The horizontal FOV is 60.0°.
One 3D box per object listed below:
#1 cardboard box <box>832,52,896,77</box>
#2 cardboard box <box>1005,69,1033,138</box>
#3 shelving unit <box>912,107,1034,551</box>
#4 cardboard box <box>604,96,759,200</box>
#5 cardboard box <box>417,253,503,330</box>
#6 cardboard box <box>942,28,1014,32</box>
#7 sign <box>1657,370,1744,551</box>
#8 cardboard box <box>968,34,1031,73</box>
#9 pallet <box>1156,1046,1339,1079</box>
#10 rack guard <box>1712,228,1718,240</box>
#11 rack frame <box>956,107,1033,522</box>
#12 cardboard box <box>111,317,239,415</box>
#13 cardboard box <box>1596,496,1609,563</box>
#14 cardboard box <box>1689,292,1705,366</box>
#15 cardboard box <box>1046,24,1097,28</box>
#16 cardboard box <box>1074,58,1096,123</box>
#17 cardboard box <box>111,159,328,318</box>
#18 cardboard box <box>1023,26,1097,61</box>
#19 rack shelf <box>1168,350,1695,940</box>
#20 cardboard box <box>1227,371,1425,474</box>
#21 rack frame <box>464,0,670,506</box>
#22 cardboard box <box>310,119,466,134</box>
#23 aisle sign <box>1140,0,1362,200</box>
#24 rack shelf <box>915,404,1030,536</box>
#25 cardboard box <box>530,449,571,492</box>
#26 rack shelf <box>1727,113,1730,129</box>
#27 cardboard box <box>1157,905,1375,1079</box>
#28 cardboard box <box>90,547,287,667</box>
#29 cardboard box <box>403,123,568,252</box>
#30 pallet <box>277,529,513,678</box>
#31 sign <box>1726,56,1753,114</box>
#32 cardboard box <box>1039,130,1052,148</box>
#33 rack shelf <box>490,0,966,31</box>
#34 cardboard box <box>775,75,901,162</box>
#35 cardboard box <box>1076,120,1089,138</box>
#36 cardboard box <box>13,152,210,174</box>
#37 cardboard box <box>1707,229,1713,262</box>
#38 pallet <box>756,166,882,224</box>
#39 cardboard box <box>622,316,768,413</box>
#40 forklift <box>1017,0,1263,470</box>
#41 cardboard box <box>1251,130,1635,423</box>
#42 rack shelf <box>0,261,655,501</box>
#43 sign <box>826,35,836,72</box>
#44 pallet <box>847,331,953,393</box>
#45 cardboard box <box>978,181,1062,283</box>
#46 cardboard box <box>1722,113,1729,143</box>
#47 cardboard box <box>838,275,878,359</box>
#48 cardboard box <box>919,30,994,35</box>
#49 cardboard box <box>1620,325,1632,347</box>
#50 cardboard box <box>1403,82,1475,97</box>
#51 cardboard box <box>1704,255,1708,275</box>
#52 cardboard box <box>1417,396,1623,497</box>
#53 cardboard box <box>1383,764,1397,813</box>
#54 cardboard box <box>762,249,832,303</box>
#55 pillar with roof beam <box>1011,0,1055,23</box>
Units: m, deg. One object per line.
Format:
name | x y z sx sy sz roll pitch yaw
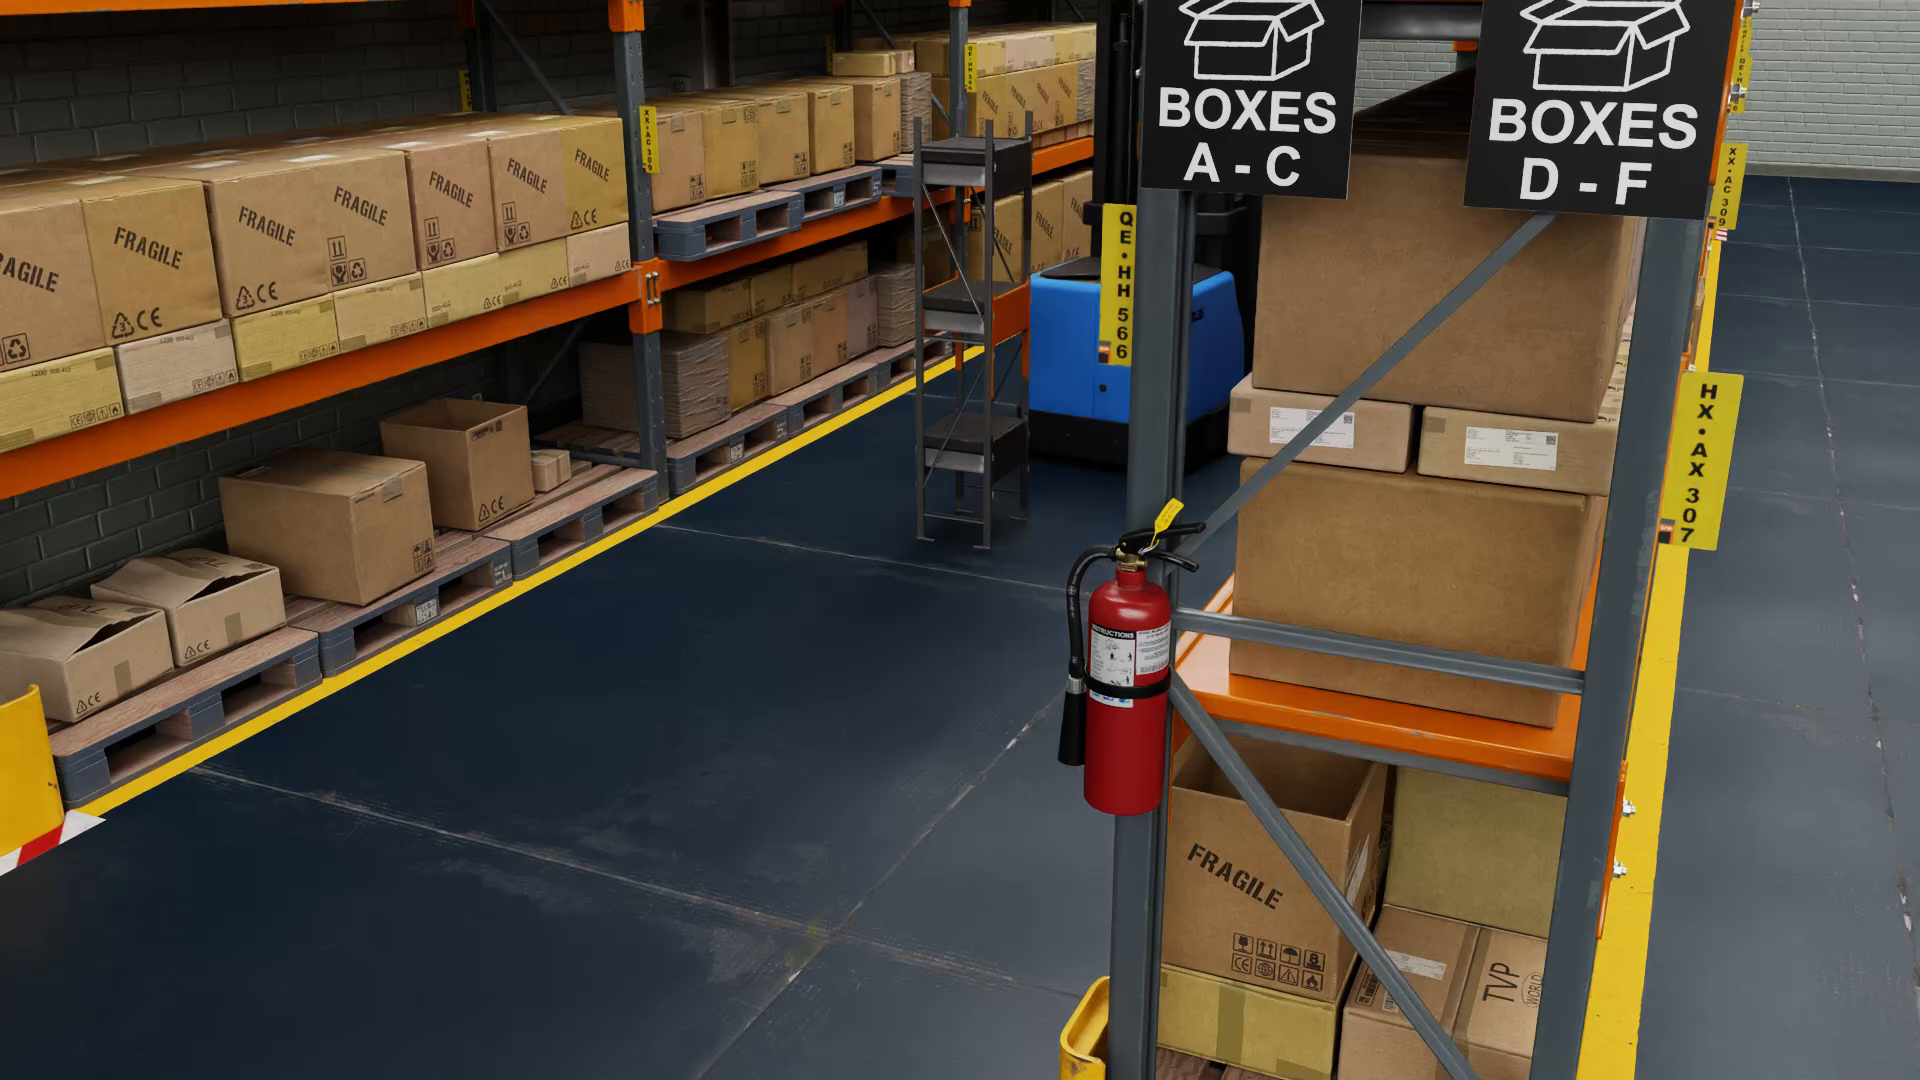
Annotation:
cardboard box | -0.657 -3.248 11.351 0.380 0.149 0.250 5 20 14
cardboard box | 0.231 -3.367 12.836 0.500 0.500 0.500 9 22 24
shelving unit | 0.068 -1.040 8.259 0.431 2.100 0.503 9 21 23
cardboard box | -1.588 -2.250 9.514 0.700 0.500 0.500 11 22 28
cardboard box | -2.383 -1.120 7.337 0.500 0.250 0.500 8 21 22
cardboard box | 0.161 -4.092 13.756 0.500 0.250 0.500 8 21 21
sign | 1.324 -0.141 2.978 0.100 0.325 0.005 9 21 23
cardboard box | 0.216 -3.716 12.698 0.500 0.250 0.500 8 21 22
pallet | 1.095 1.300 4.497 1.003 0.211 1.213 9 21 23
rack guard | 7.341 -3.464 17.463 1.175 0.500 0.348 9 21 23
rack frame | 0.168 -1.114 8.469 0.400 2.100 0.015 9 21 23
cardboard box | -3.011 -0.657 6.035 0.500 0.250 0.500 8 21 21
cardboard box | 1.443 -0.274 4.613 0.700 0.500 0.500 9 21 23
cardboard box | 4.543 -1.349 10.859 0.500 0.500 0.500 10 22 25
cardboard box | 1.037 -4.338 14.447 0.500 0.250 0.500 9 21 24
cardboard box | 0.841 -3.832 14.144 0.500 0.500 0.500 9 21 23
cardboard box | -2.802 -1.156 6.317 0.500 0.500 0.500 8 21 21
cardboard box | 0.829 -4.182 14.009 0.500 0.250 0.500 9 21 24
rack shelf | 1.639 -0.046 5.196 1.077 0.370 4.000 9 21 23
cardboard box | 0.803 -0.269 3.633 0.380 0.149 0.250 8 21 22
rack frame | -2.062 -1.675 8.702 1.000 3.000 0.127 9 21 23
cardboard box | -2.661 -1.695 7.832 0.500 0.500 0.500 8 21 22
aisle sign | 0.526 -1.019 2.977 0.394 0.787 0.004 9 21 23
rack shelf | 0.068 -0.368 8.498 0.431 0.518 0.480 9 21 23
cardboard box | -2.254 -0.380 8.632 0.380 0.166 0.250 6 20 16
rack shelf | 6.553 -3.715 15.511 1.077 0.370 4.000 9 21 23
cardboard box | 0.770 1.119 4.321 0.500 0.250 0.500 9 21 23
cardboard box | -3.102 0.234 6.691 0.500 0.311 0.500 11 22 27
cardboard box | -2.173 -1.627 7.642 0.500 0.500 0.500 8 21 22
pallet | -2.803 0.223 7.526 1.003 0.211 1.213 9 21 23
sign | 4.604 -2.690 9.827 0.100 0.325 0.005 9 21 23
cardboard box | 0.540 -3.328 13.696 0.380 0.149 0.250 9 21 23
rack shelf | -1.243 -3.361 10.039 1.077 0.370 4.000 9 21 23
cardboard box | -0.812 -2.833 11.151 0.700 0.500 0.500 6 21 18
cardboard box | 0.889 -3.562 14.352 0.380 0.149 0.250 9 21 23
cardboard box | -3.278 -1.229 6.522 0.500 0.500 0.500 8 21 21
cardboard box | 5.794 -2.281 13.481 0.500 0.500 0.500 8 21 22
pallet | -1.198 -2.197 10.455 1.003 0.211 1.213 9 21 23
cardboard box | -1.610 -1.097 10.150 0.700 0.500 0.500 8 21 22
forklift | 1.497 -2.219 10.333 1.130 2.935 3.031 11 22 28
cardboard box | 1.045 -0.589 3.564 0.700 0.500 0.500 9 21 23
rack shelf | -2.881 -0.725 7.104 1.077 0.370 4.000 9 21 23
sign | -0.932 -3.519 12.158 0.100 0.325 0.005 9 21 23
pallet | -0.746 -1.345 11.937 1.003 0.211 1.213 9 21 23
cardboard box | 0.361 -2.557 13.762 0.750 0.750 0.750 8 21 22
cardboard box | 6.192 -3.608 13.987 0.500 0.500 0.500 9 22 24
cardboard box | -0.989 -1.559 11.449 0.700 0.500 0.500 9 21 23
cardboard box | -0.047 -3.936 13.318 0.500 0.250 0.500 8 21 21
cardboard box | 1.492 -0.451 4.143 0.380 0.149 0.250 8 21 22
cardboard box | 1.666 -1.058 4.882 0.700 0.500 0.500 9 21 23
cardboard box | 5.172 -1.822 12.191 0.500 0.500 0.500 8 21 21
cardboard box | 1.178 -0.217 3.485 0.380 0.149 0.250 8 21 22
cardboard box | 1.165 0.458 5.062 0.500 0.500 0.500 9 21 23
cardboard box | -1.168 -1.730 10.811 0.500 0.250 0.500 8 21 22
pillar with roof beam | 4.639 -6.689 13.848 9.100 9.000 0.400 9 21 23
